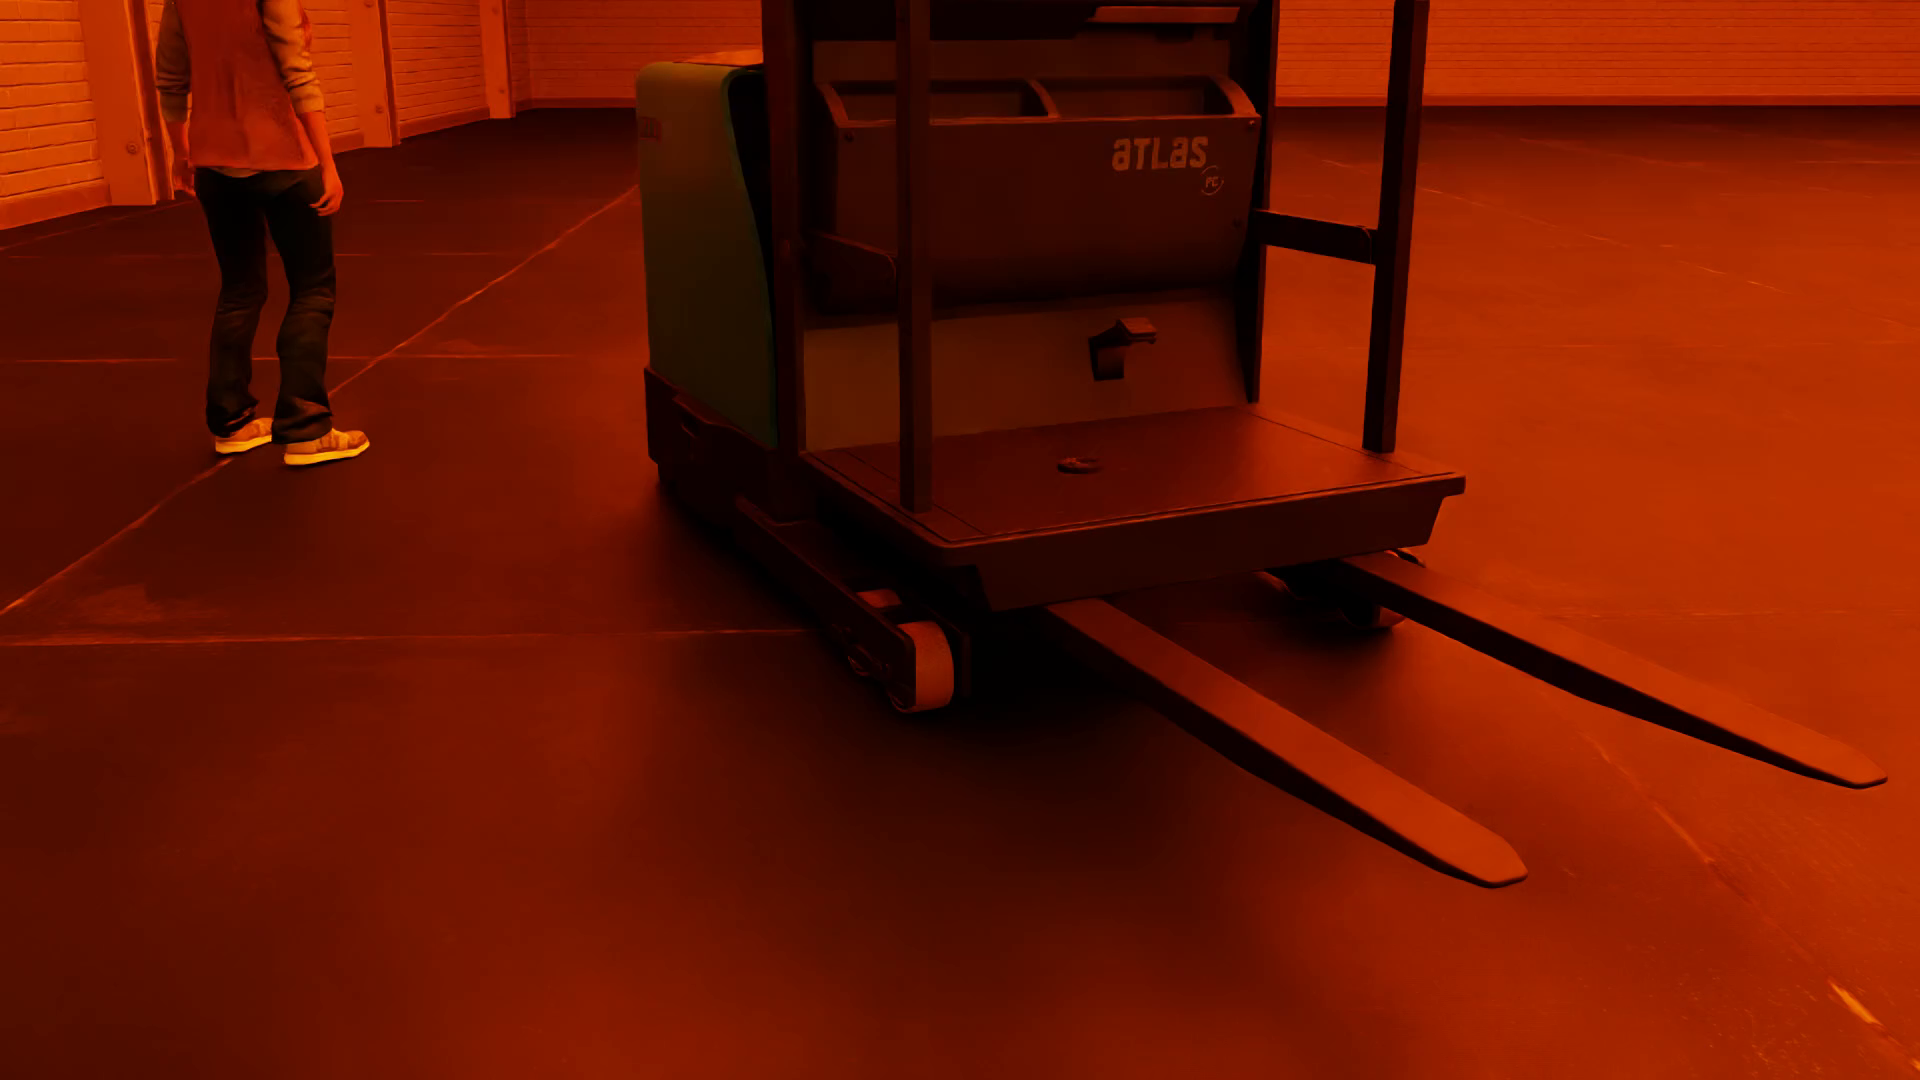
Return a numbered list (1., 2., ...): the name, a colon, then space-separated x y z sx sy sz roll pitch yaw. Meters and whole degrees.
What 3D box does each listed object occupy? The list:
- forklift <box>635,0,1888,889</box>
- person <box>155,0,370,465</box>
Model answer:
1. forklift: 0.258 -1.240 2.962 1.130 2.935 3.031 -8 19 -24
2. person: -1.882 -0.992 4.473 0.579 1.574 0.343 5 18 17
